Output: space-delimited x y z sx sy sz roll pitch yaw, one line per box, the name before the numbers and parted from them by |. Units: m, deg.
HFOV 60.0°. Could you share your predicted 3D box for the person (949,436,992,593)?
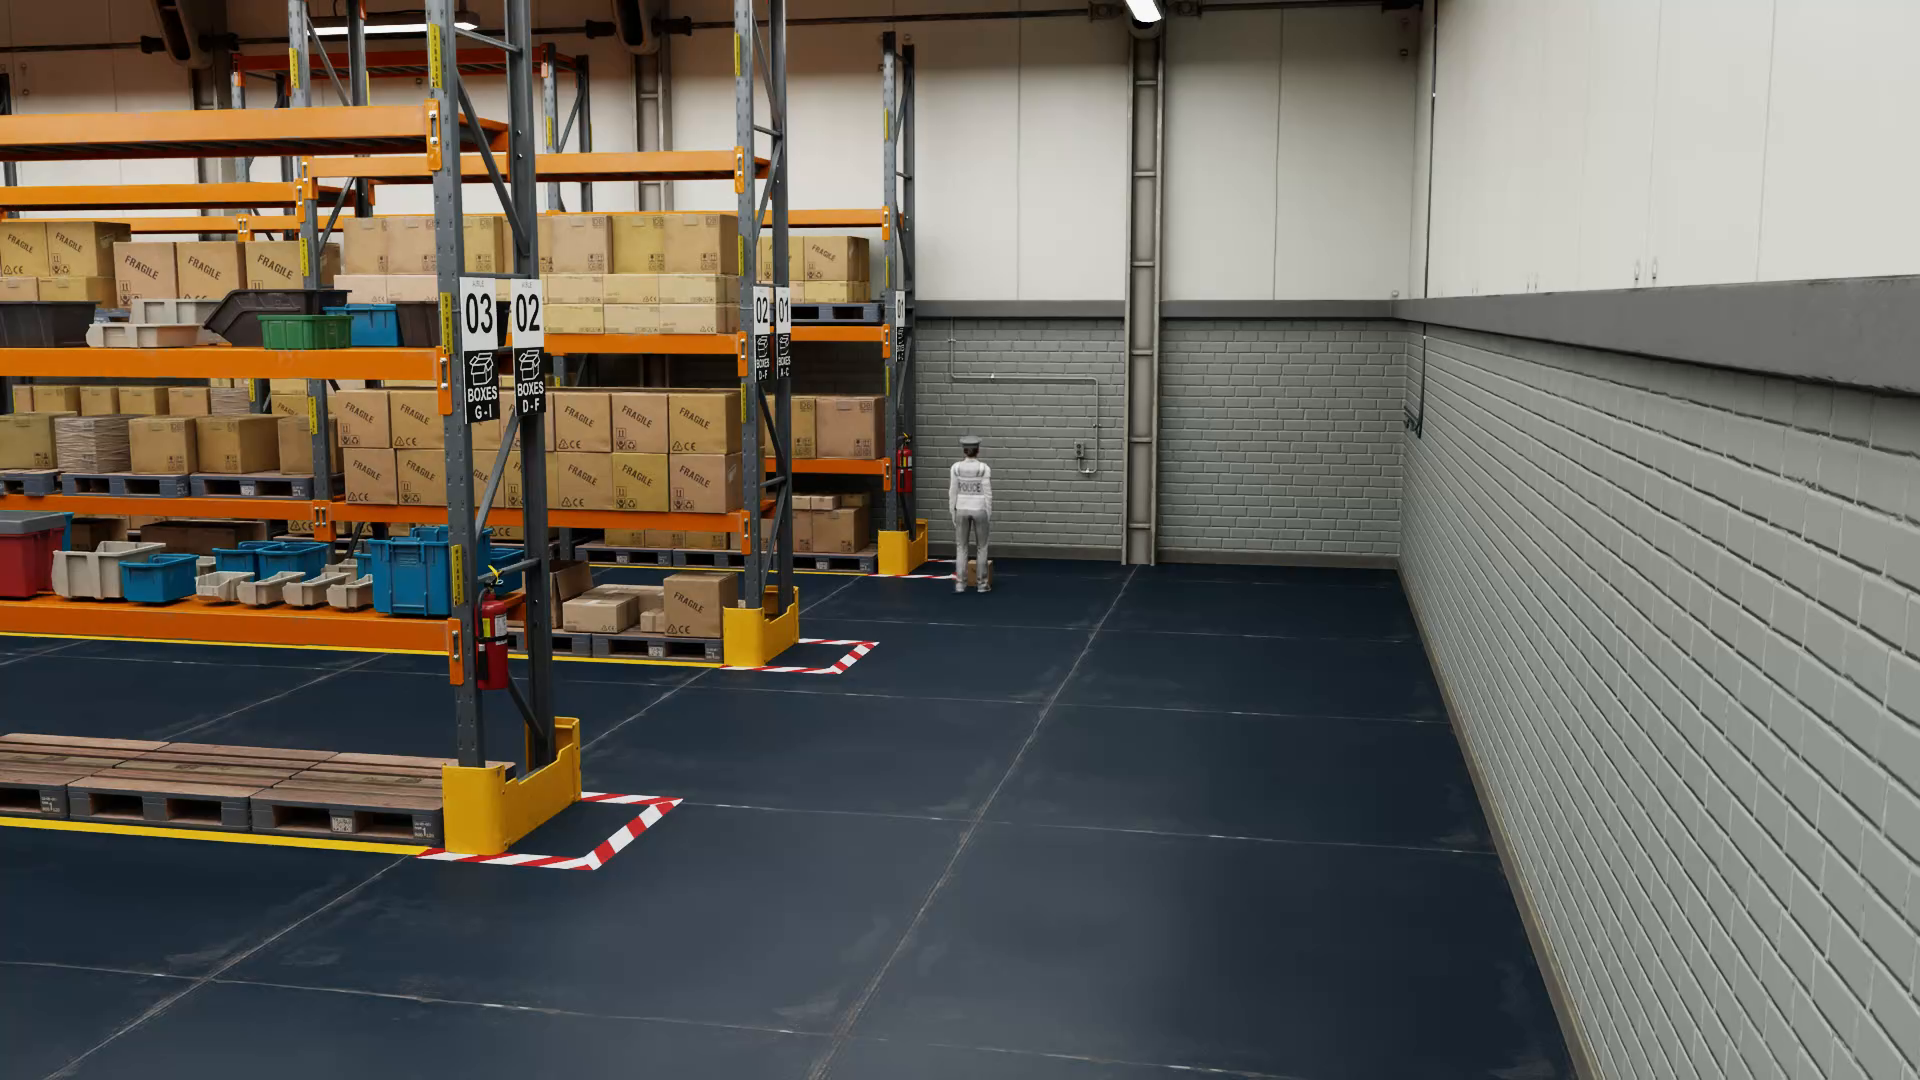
person | 0.120 -0.264 17.726 0.468 1.684 0.328 2 8 12
